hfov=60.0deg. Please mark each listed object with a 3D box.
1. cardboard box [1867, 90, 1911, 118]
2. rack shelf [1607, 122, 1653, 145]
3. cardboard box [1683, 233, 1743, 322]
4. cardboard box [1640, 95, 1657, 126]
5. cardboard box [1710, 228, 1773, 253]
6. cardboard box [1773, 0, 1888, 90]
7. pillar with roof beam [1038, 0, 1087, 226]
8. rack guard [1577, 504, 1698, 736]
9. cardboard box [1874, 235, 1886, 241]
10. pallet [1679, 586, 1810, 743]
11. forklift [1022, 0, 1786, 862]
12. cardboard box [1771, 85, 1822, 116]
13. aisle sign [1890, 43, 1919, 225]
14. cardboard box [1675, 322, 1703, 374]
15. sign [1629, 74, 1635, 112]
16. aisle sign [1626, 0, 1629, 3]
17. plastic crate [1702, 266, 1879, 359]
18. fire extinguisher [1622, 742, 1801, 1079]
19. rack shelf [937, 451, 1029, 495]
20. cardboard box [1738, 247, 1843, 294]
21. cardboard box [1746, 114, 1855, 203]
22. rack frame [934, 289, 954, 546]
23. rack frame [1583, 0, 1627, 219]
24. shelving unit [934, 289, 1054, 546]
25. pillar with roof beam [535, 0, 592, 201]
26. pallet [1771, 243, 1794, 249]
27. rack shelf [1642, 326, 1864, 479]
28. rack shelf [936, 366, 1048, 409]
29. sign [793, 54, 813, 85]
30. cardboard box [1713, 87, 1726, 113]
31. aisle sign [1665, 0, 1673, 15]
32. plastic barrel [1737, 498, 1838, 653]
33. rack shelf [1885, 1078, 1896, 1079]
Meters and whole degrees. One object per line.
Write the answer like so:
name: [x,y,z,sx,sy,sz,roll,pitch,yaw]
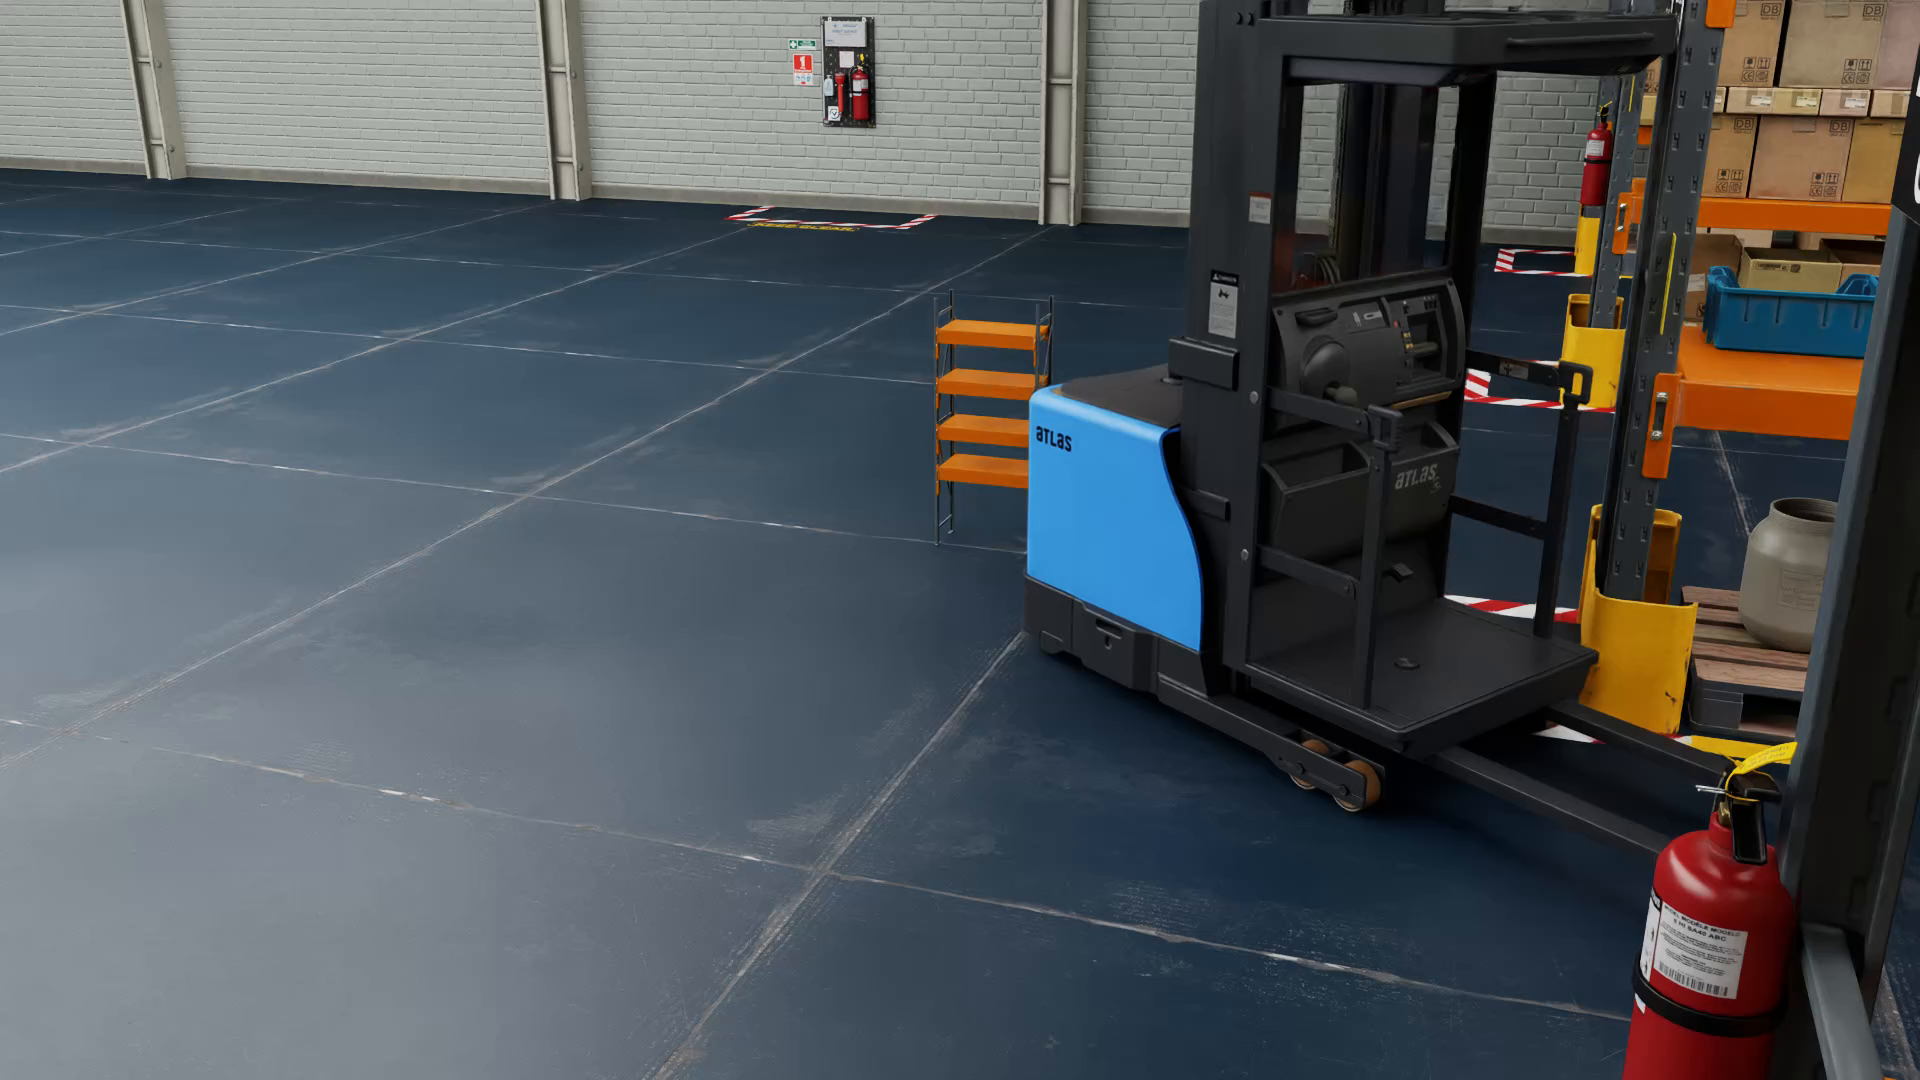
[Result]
cardboard box: [5.451,-2.566,9.744,0.250,0.149,0.380,6,20,16]
rack shelf: [7.686,-3.418,14.418,4.000,0.370,1.077,7,20,18]
cardboard box: [4.779,-1.722,10.859,0.500,0.500,0.500,7,20,18]
cardboard box: [6.154,-3.761,14.506,0.500,0.250,0.500,6,20,16]
cardboard box: [6.960,-2.748,14.818,0.500,0.311,0.500,8,21,23]
cardboard box: [5.160,-2.978,9.939,0.500,0.500,0.700,6,20,17]
pillar with roof beam: [-0.338,-6.310,12.506,0.400,9.000,9.100,7,20,18]
rack guard: [2.633,0.280,6.512,0.348,0.500,1.175,7,20,18]
cardboard box: [8.071,-2.582,14.590,0.250,0.149,0.380,5,20,14]
pallet: [3.399,0.506,6.303,1.213,0.211,1.003,7,20,18]
forklift: [1.540,-0.669,5.541,1.130,2.935,3.031,-14,24,-34]
cardboard box: [4.961,-2.622,9.905,0.250,0.149,0.380,7,20,18]
aisle sign: [0.961,-0.681,1.523,0.004,0.787,0.394,7,20,18]
cardboard box: [4.609,-1.206,10.518,0.500,0.250,0.500,7,20,18]
sign: [3.987,-2.707,9.851,0.005,0.325,0.100,7,20,18]
aisle sign: [4.209,-3.759,10.354,0.004,0.787,0.394,7,20,18]
plastic crate: [3.117,-0.862,6.219,0.616,0.251,0.499,7,20,18]
fire extinguisher: [0.964,0.527,2.124,0.183,0.674,0.296,7,20,18]
rack shelf: [0.156,-0.298,7.915,0.480,0.148,0.258,7,20,18]
cardboard box: [5.082,-1.507,10.242,0.500,0.500,0.500,7,20,18]
cardboard box: [5.109,-2.371,10.168,0.500,0.500,0.700,7,20,19]
rack frame: [-0.074,-0.575,7.903,0.015,1.200,0.240,7,20,18]
rack frame: [5.797,-3.974,14.919,0.127,3.000,1.000,7,20,18]
shelving unit: [0.156,-0.549,7.827,0.503,1.200,0.258,7,20,18]
pillar with roof beam: [-6.006,-6.958,14.365,0.400,9.000,9.100,7,20,18]
pallet: [7.773,-2.418,14.692,1.213,0.211,1.003,7,20,18]
rack shelf: [4.435,-0.338,5.581,4.000,0.370,1.077,7,20,18]
rack shelf: [0.156,-0.696,7.776,0.480,0.148,0.258,7,20,18]
sign: [-1.736,-5.203,18.390,0.234,0.329,0.001,7,20,18]
cardboard box: [4.475,-2.677,10.062,0.250,0.149,0.380,6,20,18]
aisle sign: [2.575,-2.221,5.942,0.004,0.787,0.394,7,20,18]
plastic barrel: [3.193,0.130,6.287,0.421,0.512,0.421,0,19,0]
rack shelf: [2.810,1.202,1.163,4.000,0.370,1.077,7,20,18]
